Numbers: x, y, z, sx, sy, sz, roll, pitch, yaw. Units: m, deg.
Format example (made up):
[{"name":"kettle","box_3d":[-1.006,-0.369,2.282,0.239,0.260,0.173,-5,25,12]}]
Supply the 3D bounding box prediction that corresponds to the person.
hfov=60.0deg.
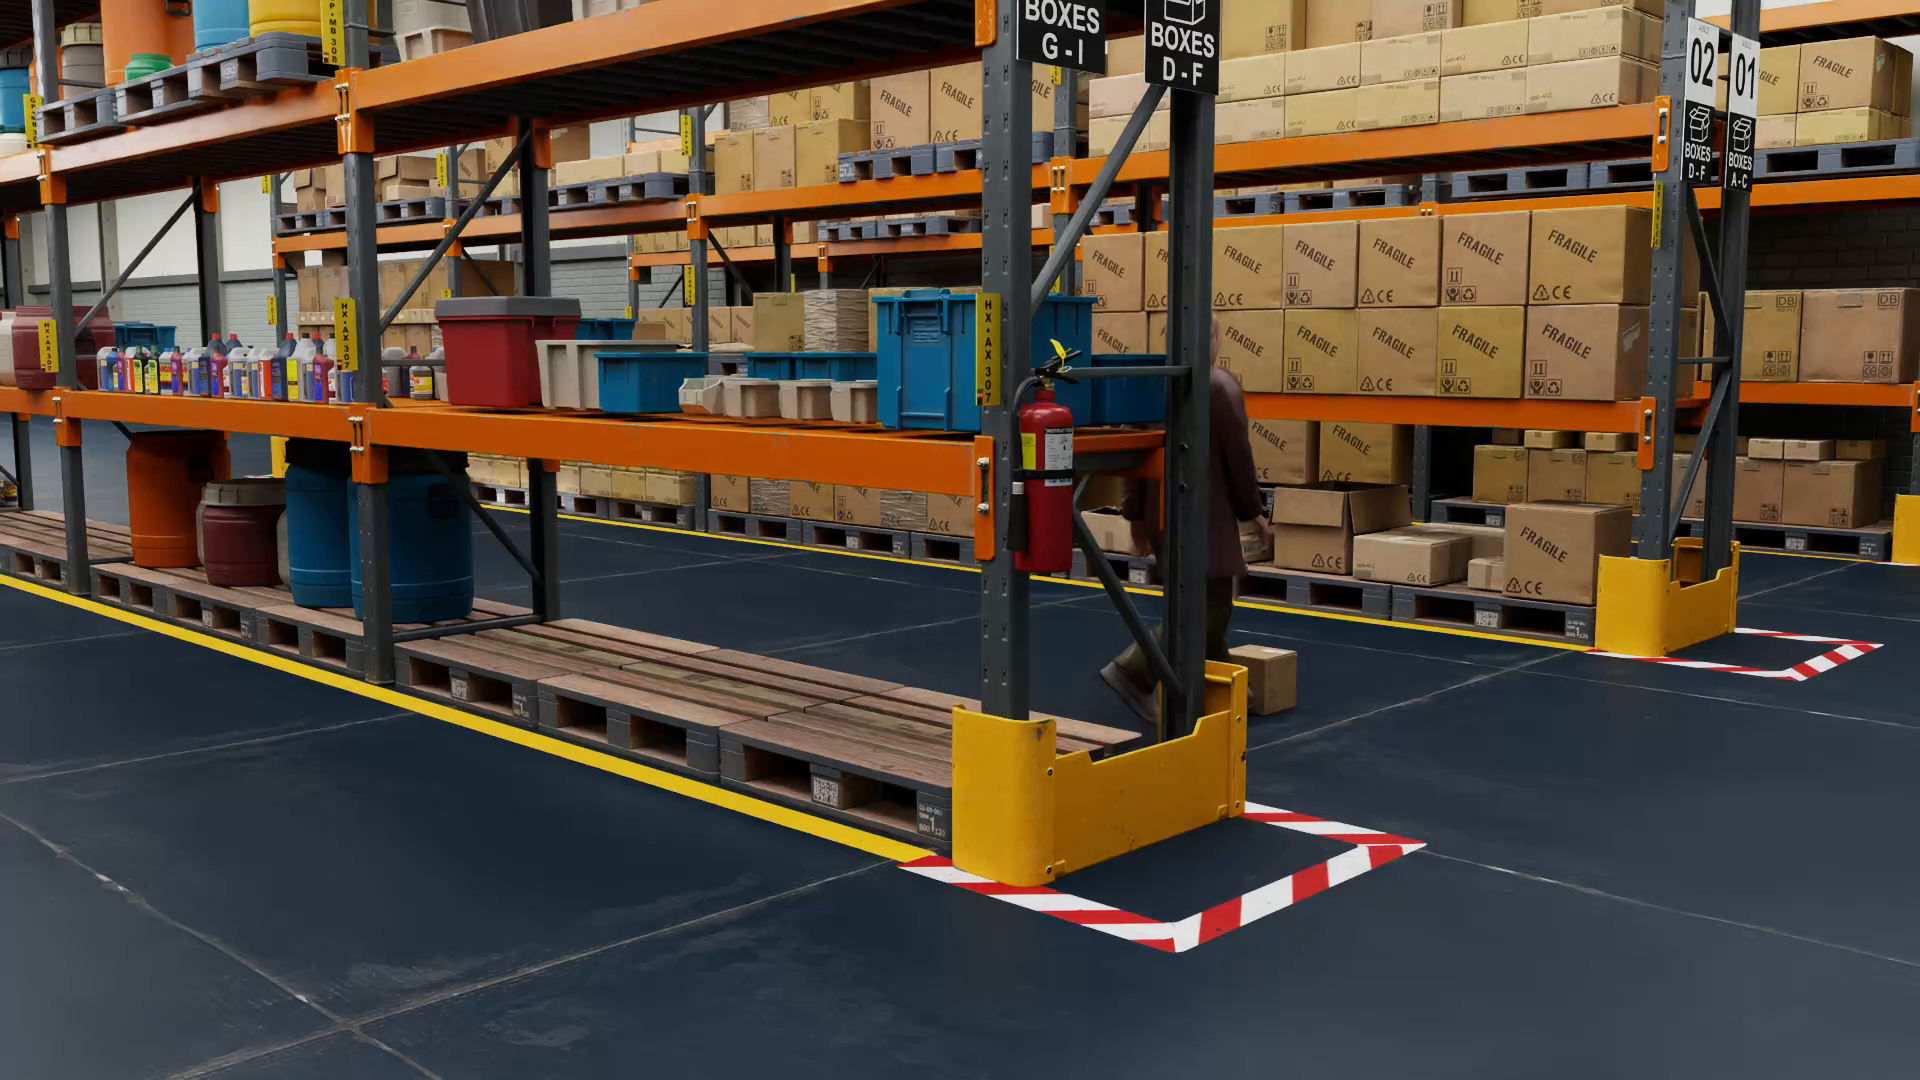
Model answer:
[{"name":"person","box_3d":[0.949,-0.087,6.873,1.011,1.748,0.576,-5,8,-34]}]
